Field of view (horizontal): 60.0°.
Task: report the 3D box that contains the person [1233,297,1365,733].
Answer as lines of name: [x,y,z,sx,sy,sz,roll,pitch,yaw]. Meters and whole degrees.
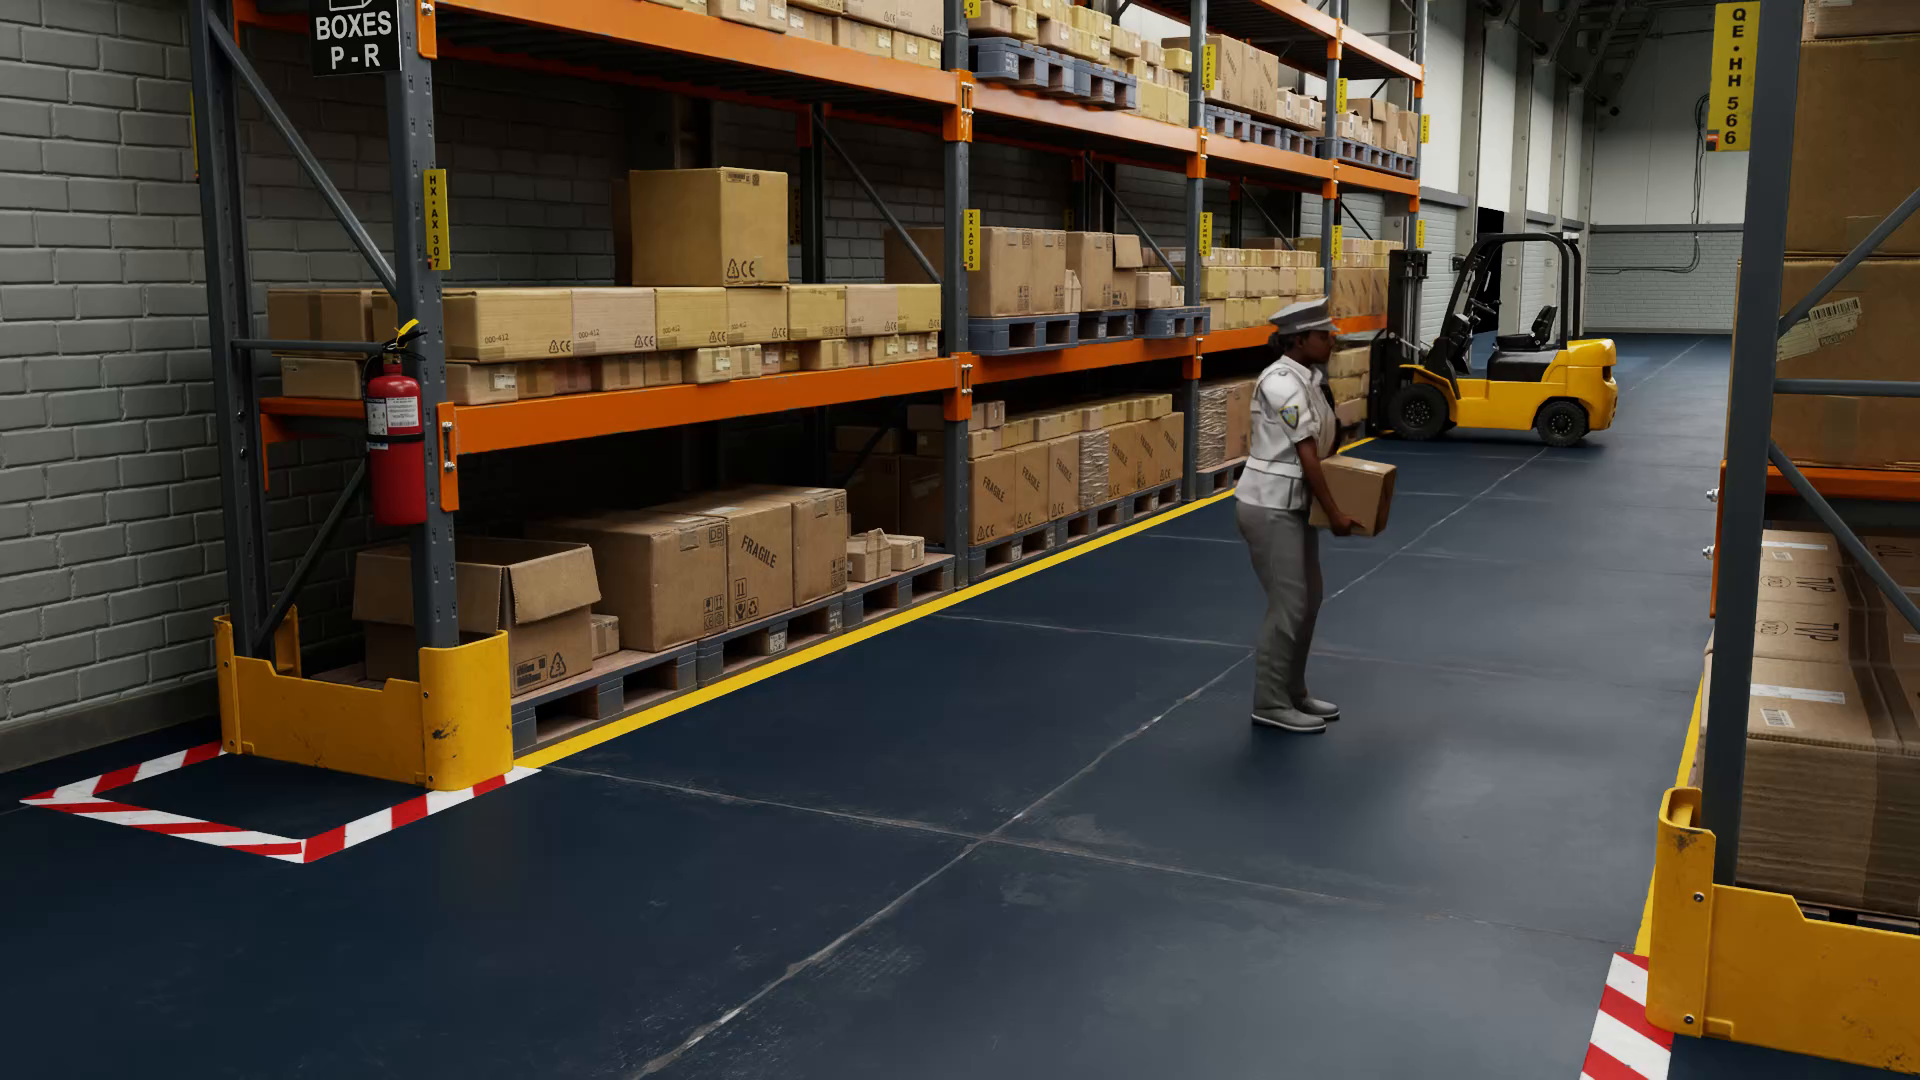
person: [1.345,-0.102,6.498,0.533,1.674,0.416,4,10,25]
